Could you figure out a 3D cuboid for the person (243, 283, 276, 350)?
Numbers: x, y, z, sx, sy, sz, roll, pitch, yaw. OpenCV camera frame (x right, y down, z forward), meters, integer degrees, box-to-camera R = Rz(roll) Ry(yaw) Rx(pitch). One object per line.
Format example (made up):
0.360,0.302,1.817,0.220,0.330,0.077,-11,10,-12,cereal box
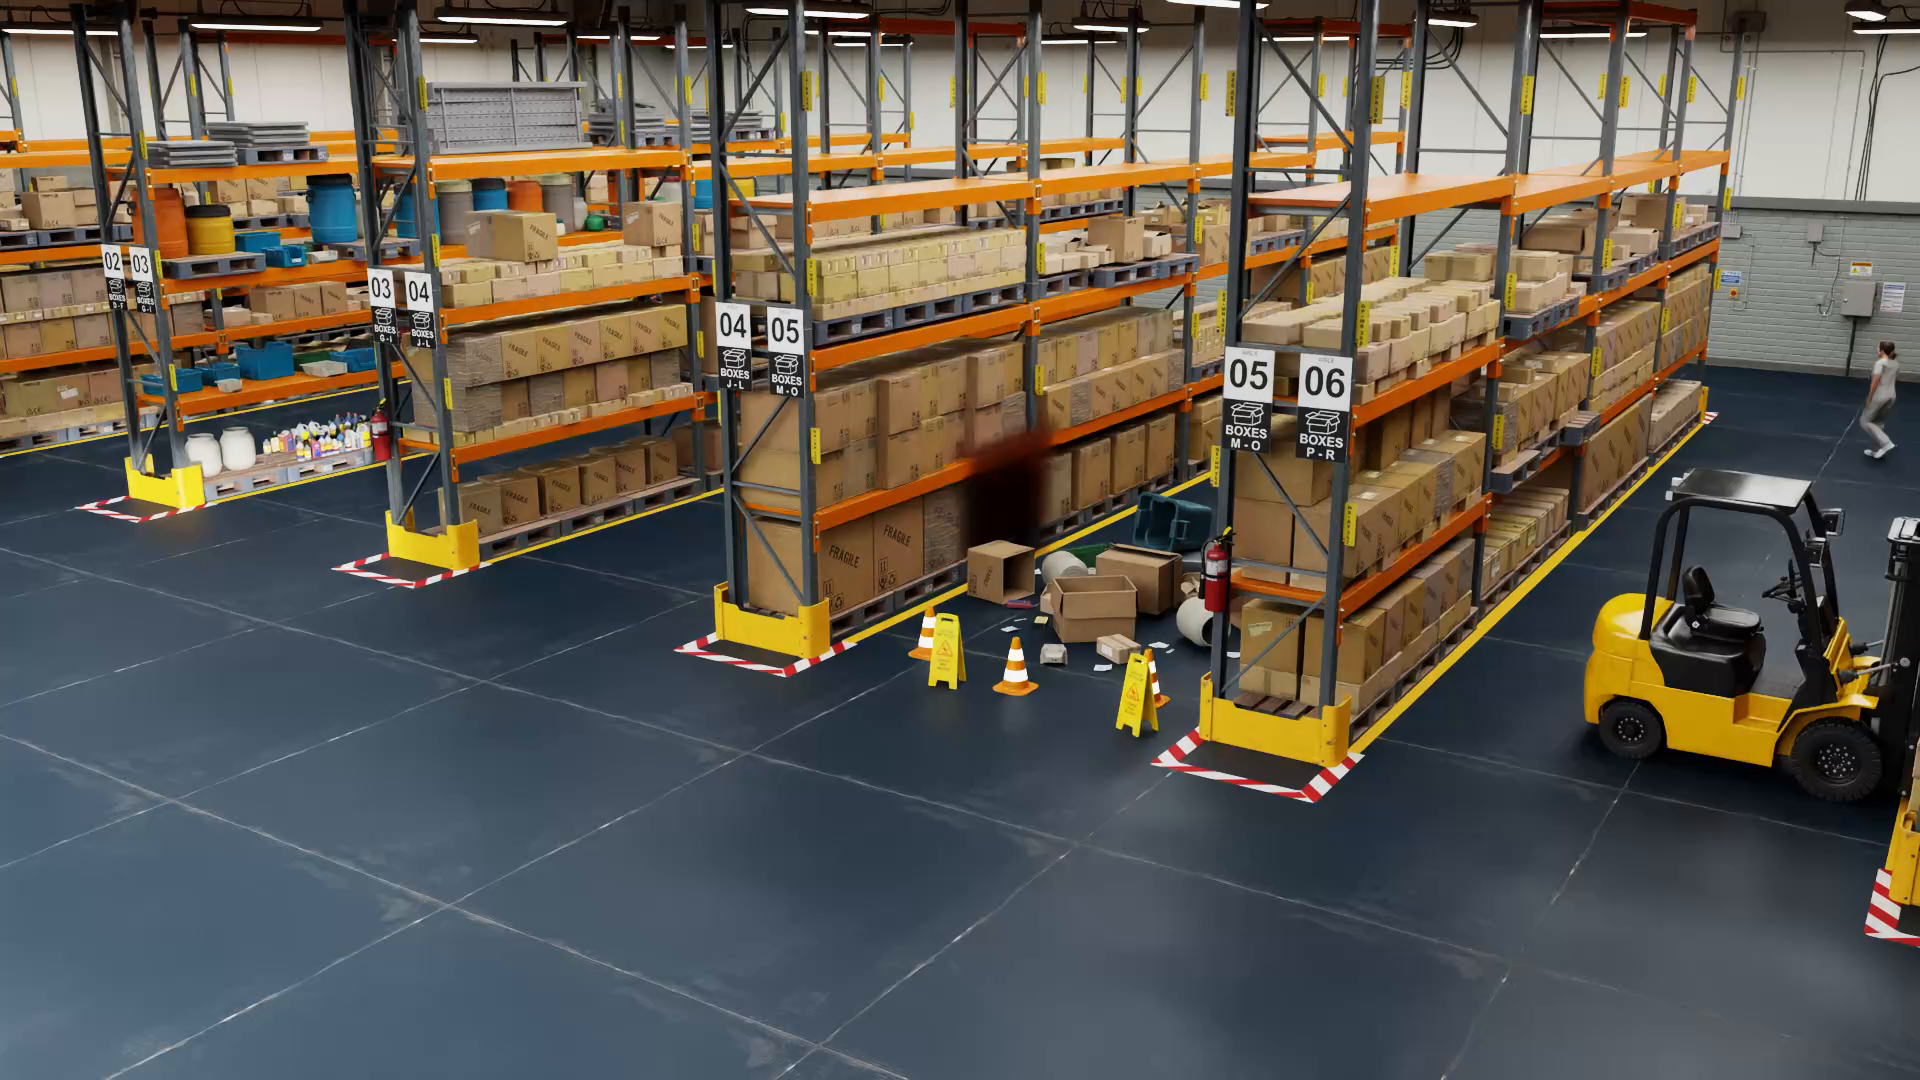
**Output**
-12.647,-3.876,30.038,0.539,1.600,1.128,8,17,27,person

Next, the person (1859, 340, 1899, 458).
12.882,-1.948,23.181,0.516,1.644,0.593,-6,17,-20,person
